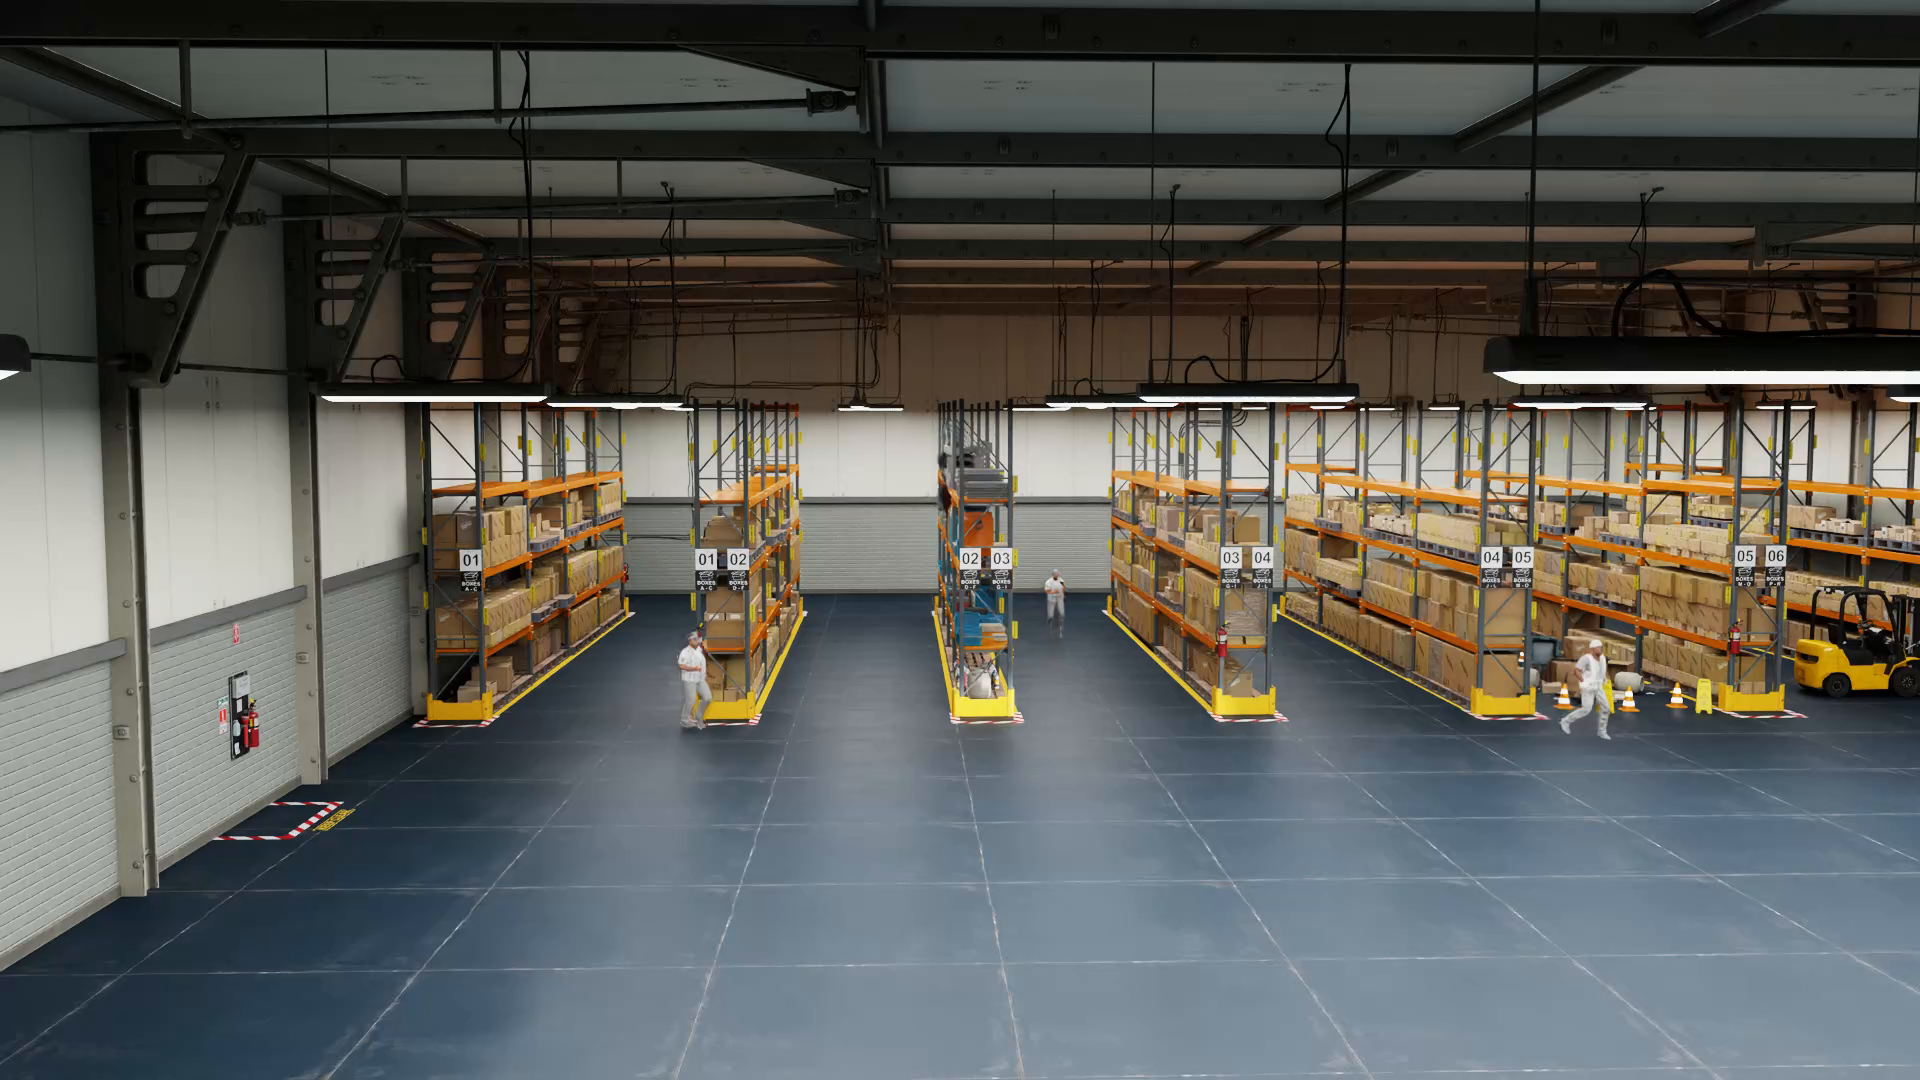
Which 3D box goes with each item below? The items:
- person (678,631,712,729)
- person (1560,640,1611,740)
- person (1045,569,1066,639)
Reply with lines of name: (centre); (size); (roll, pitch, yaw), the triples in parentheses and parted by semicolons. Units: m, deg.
person: (-4.795, 2.566, 30.153); (0.669, 1.831, 0.642); (4, 6, 40)
person: (11.175, 2.638, 29.332); (0.892, 1.761, 0.560); (-3, 5, -33)
person: (2.374, 1.567, 41.318); (0.574, 1.726, 0.782); (-1, 4, -8)
